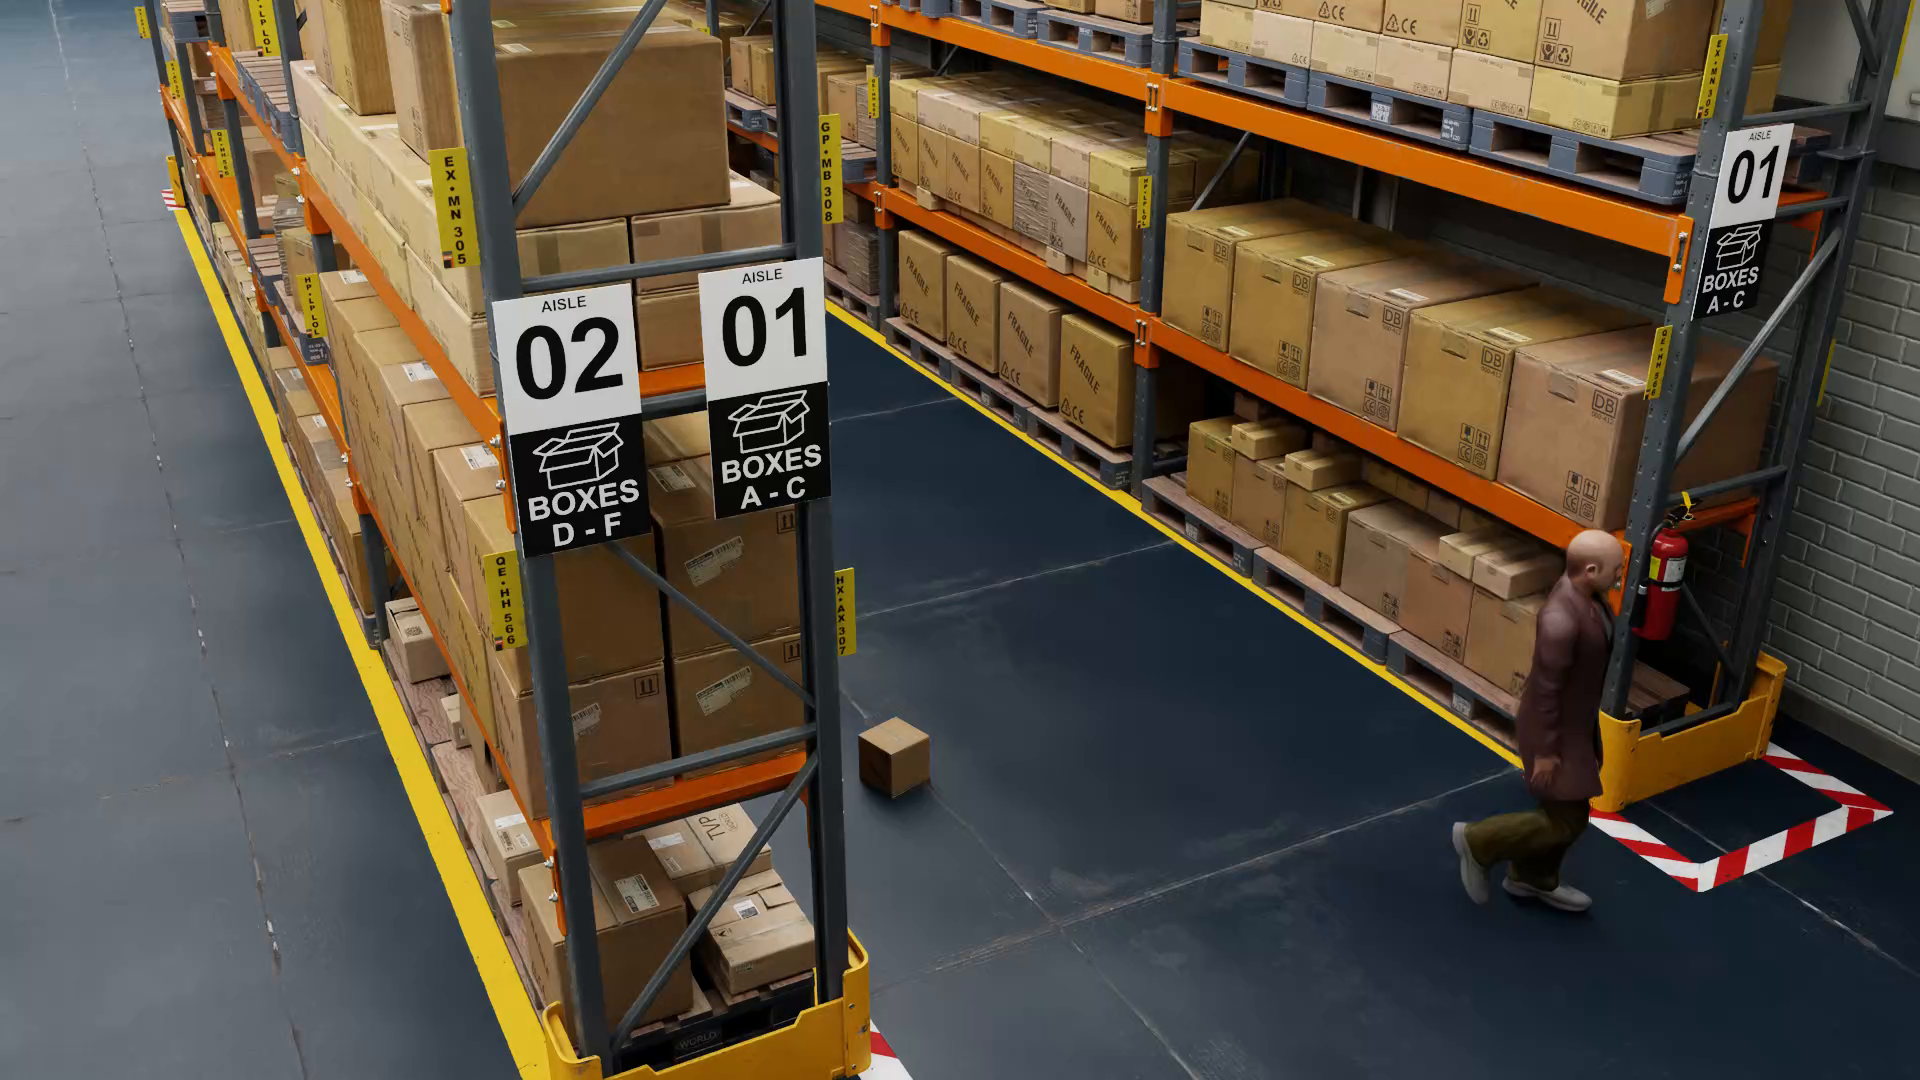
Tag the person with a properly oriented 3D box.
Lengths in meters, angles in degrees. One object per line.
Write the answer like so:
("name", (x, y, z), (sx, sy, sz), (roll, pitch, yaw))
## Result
("person", (2.443, 0.769, 6.916), (0.595, 1.769, 0.608), (14, 29, 28))
